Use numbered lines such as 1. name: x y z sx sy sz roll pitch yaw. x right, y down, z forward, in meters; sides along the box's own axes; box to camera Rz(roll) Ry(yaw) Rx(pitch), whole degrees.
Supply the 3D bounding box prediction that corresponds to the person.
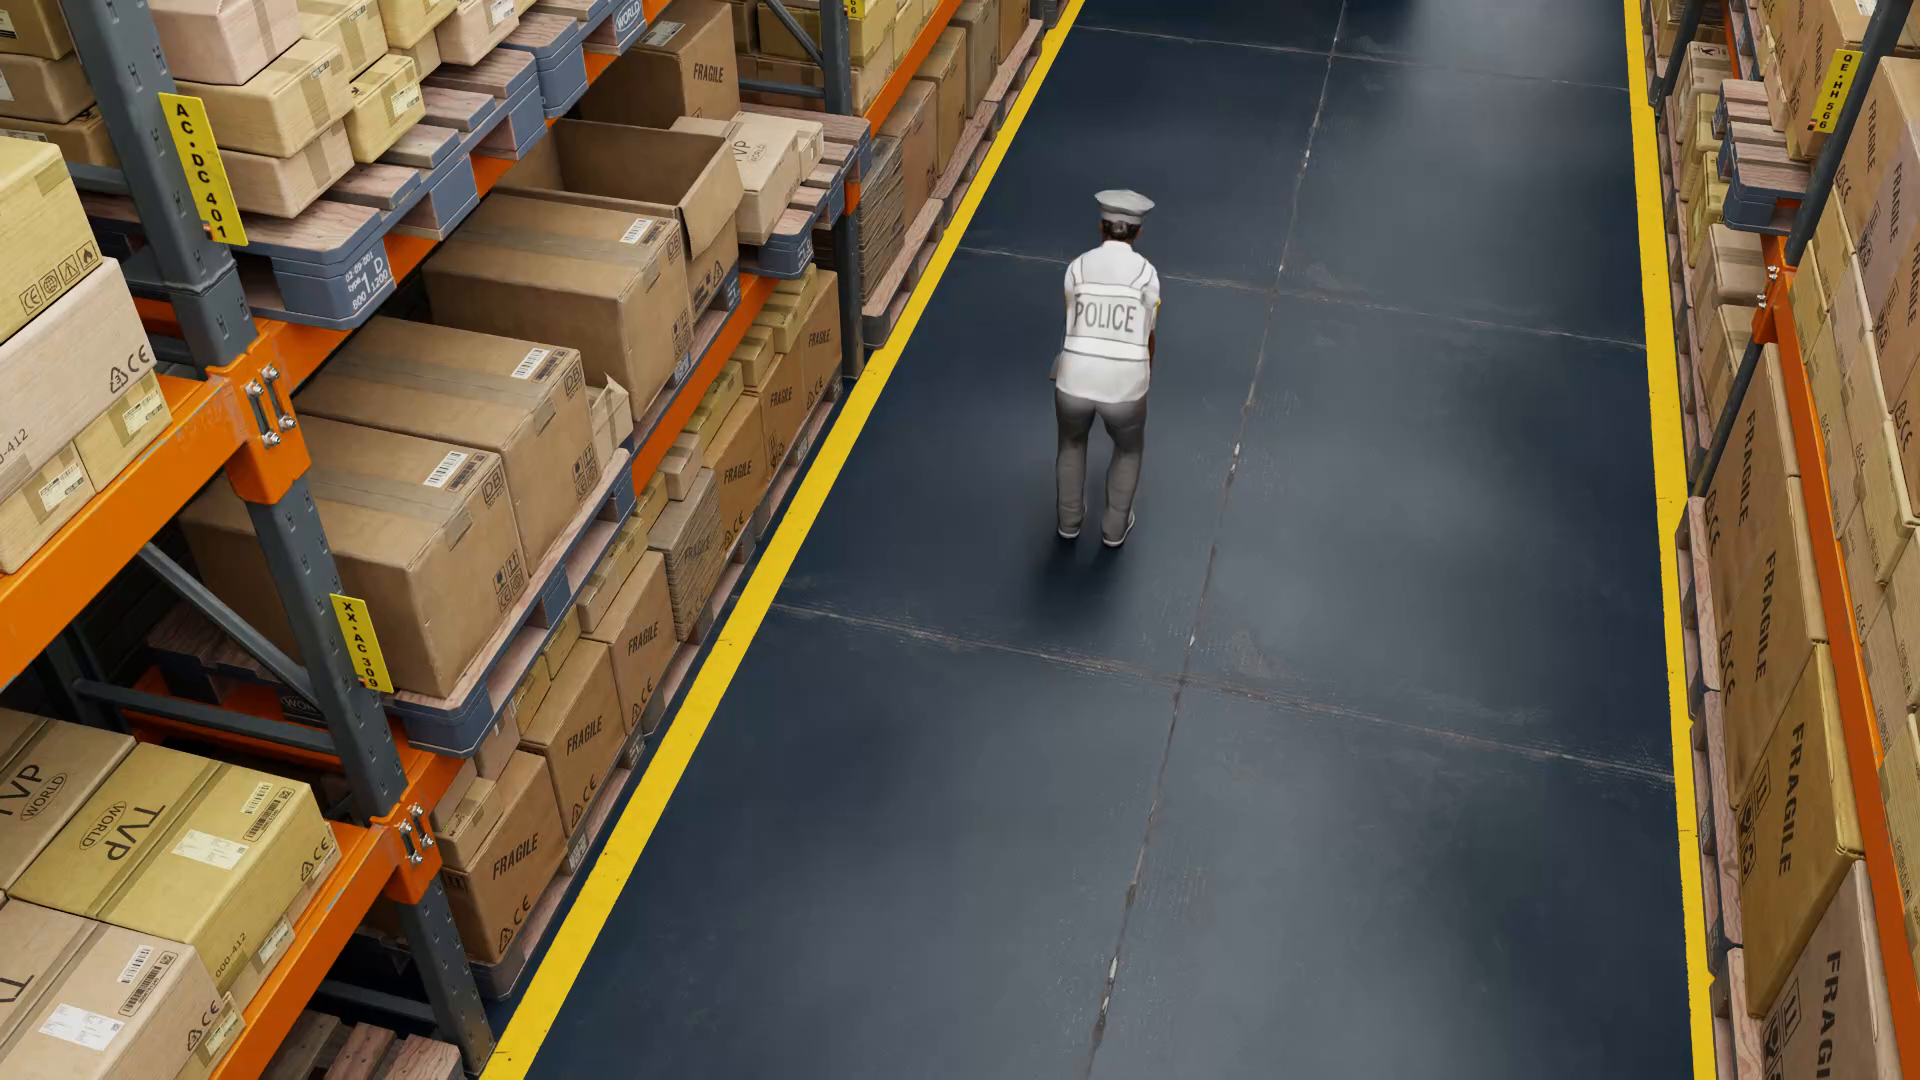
1. person: 0.619 -0.689 7.063 0.411 1.514 0.717 9 42 10
